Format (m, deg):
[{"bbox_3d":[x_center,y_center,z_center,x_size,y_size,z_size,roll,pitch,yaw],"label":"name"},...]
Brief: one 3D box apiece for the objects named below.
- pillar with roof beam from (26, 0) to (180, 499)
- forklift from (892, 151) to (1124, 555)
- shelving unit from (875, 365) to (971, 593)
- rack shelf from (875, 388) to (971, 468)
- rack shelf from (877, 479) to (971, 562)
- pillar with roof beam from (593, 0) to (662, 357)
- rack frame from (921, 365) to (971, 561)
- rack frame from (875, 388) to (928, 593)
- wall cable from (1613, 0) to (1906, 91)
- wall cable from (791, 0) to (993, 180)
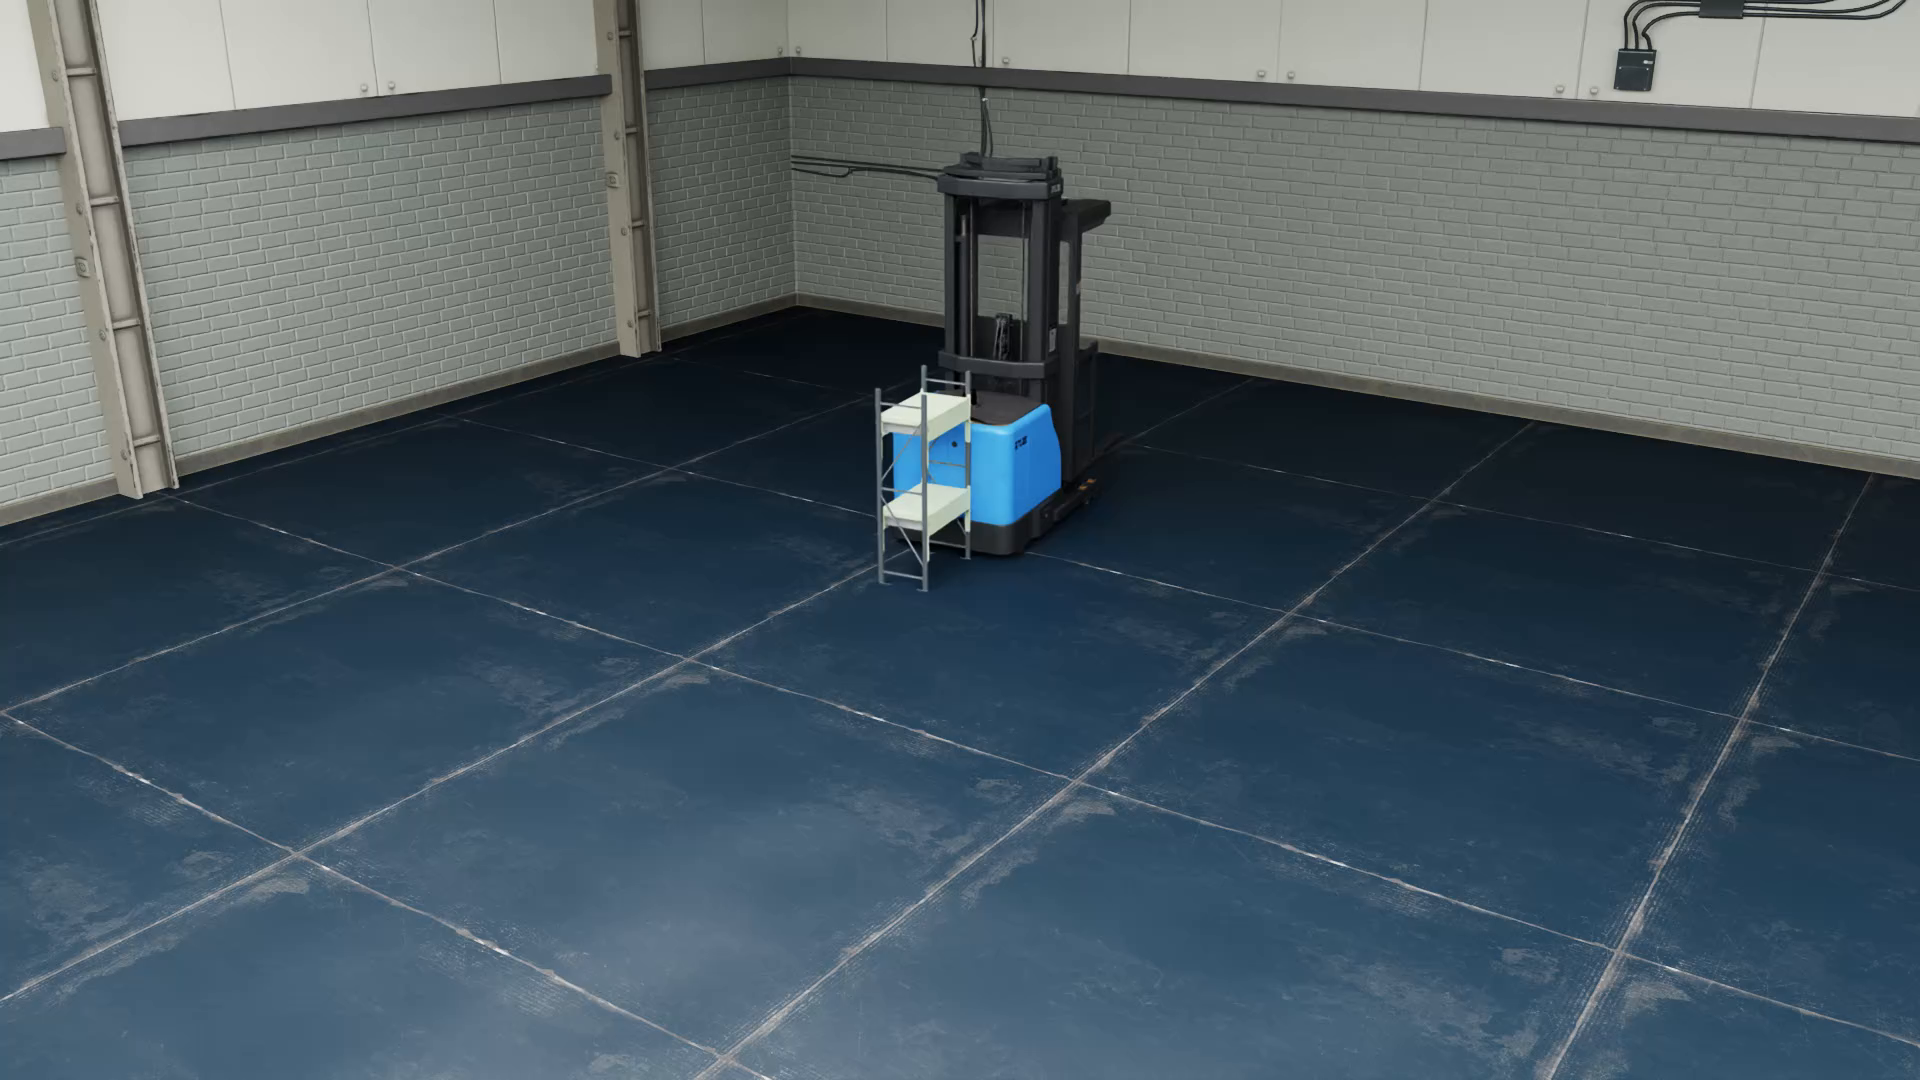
[{"bbox_3d":[-3.484,-3.816,10.610,9.100,9.000,0.400,13,24,32],"label":"pillar with roof beam"},{"bbox_3d":[0.555,-1.730,13.717,1.130,2.935,3.031,9,22,24],"label":"forklift"},{"bbox_3d":[-0.262,-0.462,12.353,0.431,1.500,0.755,9,22,24],"label":"shelving unit"},{"bbox_3d":[-0.262,-0.828,12.218,0.431,0.370,0.720,9,22,24],"label":"rack shelf"},{"bbox_3d":[-0.262,-0.157,12.466,0.431,0.370,0.720,9,22,24],"label":"rack shelf"},{"bbox_3d":[-0.111,-5.537,15.264,9.100,9.000,0.400,13,24,32],"label":"pillar with roof beam"},{"bbox_3d":[-0.104,-0.577,12.663,0.400,1.500,0.023,9,22,24],"label":"rack frame"},{"bbox_3d":[-0.419,-0.348,12.043,0.400,1.500,0.023,9,22,24],"label":"rack frame"},{"bbox_3d":[6.920,-6.703,13.514,2.305,6.003,0.169,13,24,32],"label":"wall cable"},{"bbox_3d":[-0.922,-5.508,19.660,3.097,2.526,0.112,13,24,32],"label":"wall cable"}]
